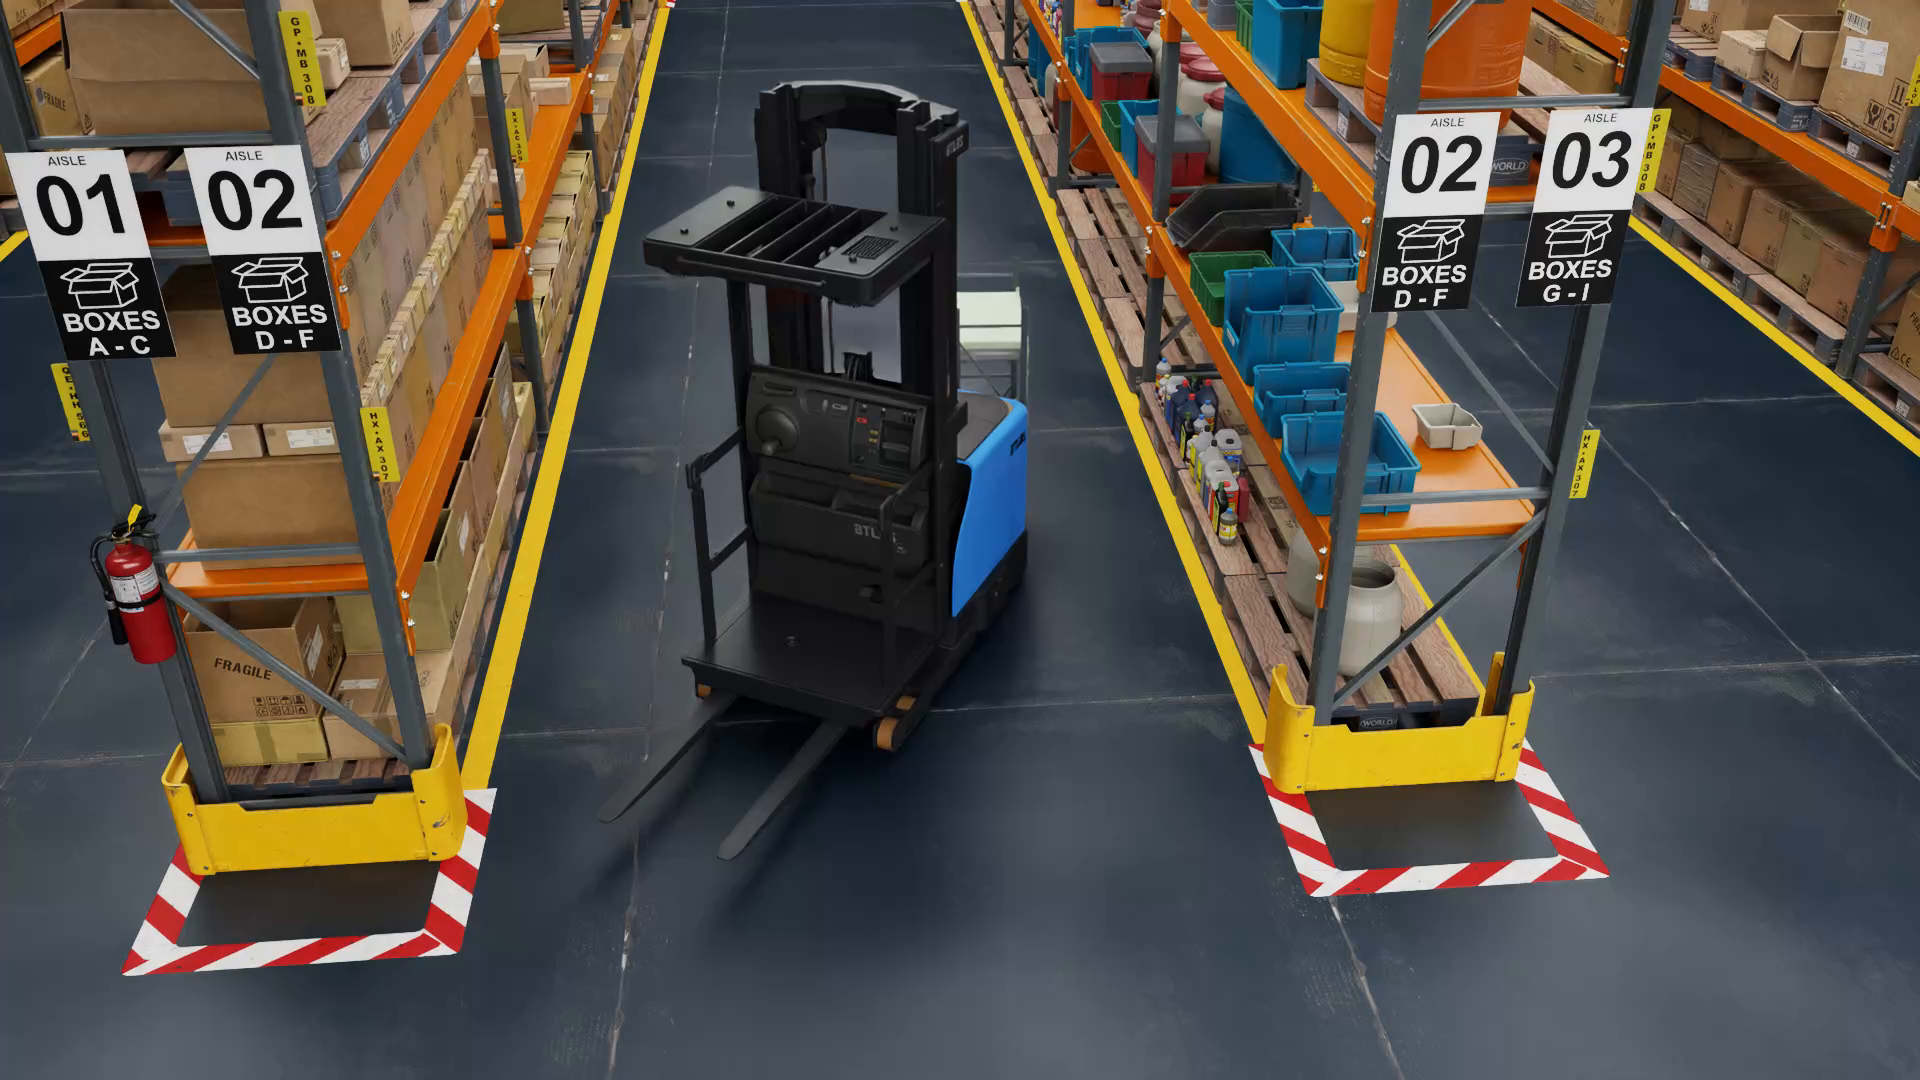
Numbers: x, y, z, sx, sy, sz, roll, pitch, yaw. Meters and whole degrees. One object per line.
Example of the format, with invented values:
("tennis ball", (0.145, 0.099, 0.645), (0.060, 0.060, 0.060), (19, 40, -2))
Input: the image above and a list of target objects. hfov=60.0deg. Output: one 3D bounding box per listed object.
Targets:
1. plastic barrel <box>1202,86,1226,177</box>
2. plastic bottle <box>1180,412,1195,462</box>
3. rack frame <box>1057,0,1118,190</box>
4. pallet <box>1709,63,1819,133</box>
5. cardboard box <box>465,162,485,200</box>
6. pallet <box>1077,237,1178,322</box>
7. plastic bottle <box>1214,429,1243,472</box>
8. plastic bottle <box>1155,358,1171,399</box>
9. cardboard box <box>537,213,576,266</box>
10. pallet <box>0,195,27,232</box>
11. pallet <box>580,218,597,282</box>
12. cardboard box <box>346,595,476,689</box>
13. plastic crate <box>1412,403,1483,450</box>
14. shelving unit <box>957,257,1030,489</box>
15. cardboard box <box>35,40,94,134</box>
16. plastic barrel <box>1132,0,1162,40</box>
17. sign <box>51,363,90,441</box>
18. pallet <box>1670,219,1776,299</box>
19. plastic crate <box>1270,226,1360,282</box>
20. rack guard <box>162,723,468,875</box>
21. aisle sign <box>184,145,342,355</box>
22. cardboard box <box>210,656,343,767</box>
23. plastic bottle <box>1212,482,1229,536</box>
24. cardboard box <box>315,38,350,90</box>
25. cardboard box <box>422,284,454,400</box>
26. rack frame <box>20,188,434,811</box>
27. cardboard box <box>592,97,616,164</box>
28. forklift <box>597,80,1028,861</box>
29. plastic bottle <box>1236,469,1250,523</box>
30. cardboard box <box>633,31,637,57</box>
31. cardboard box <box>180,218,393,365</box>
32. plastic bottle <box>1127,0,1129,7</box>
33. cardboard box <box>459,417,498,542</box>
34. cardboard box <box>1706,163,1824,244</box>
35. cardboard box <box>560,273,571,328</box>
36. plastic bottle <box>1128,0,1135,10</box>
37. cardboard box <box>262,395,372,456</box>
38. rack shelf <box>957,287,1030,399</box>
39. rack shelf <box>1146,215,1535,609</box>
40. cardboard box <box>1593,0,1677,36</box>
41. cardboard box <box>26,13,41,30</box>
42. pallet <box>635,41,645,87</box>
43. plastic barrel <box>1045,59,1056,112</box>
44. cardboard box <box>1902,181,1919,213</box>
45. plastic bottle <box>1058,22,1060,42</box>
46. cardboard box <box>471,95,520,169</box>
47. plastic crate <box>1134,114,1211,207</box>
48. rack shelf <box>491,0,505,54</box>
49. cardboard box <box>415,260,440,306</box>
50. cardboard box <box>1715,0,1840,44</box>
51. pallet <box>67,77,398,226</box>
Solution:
("plastic barrel", (1.858, -2.778, 11.344), (0.433, 0.535, 0.433), (0, 31, 0))
("plastic bottle", (1.383, -0.629, 10.098), (0.061, 0.283, 0.133), (-1, 31, -2))
("rack frame", (1.356, -4.263, 13.962), (1.000, 3.000, 0.127), (-3, 31, -5))
("pallet", (6.513, -3.410, 12.720), (1.003, 0.211, 1.213), (-3, 31, -5))
("cardboard box", (-2.943, -2.052, 9.531), (0.380, 0.149, 0.250), (-3, 31, -6))
("pallet", (1.500, -2.047, 12.972), (1.003, 0.211, 1.213), (-3, 31, -5))
("plastic bottle", (1.594, -0.515, 9.914), (0.152, 0.276, 0.135), (-3, 31, -5))
("plastic bottle", (1.323, -1.055, 10.823), (0.097, 0.271, 0.097), (0, 31, 0))
("cardboard box", (-3.138, -2.234, 12.290), (0.500, 0.311, 0.500), (-2, 31, -3))
("pallet", (-8.507, -2.998, 14.563), (1.003, 0.211, 1.213), (-3, 31, -5))
("pallet", (-3.538, -2.409, 13.577), (1.003, 0.211, 1.213), (-3, 31, -5))
("cardboard box", (-2.708, 0.517, 8.231), (0.500, 0.250, 0.500), (-3, 31, -5))
("plastic crate", (2.340, -0.538, 7.983), (0.298, 0.136, 0.250), (-3, 31, -5))
("shelving unit", (0.152, -0.785, 9.602), (0.431, 1.500, 0.755), (-1, 31, -2))
("cardboard box", (-8.606, -4.309, 15.726), (0.750, 0.750, 0.750), (-2, 31, -3))
("plastic barrel", (1.701, -4.099, 13.555), (0.600, 0.536, 0.708), (-3, 31, -5))
("sign", (-3.370, -0.523, 6.341), (0.100, 0.325, 0.005), (-3, 31, -5))
("pallet", (6.469, -2.283, 13.366), (1.003, 0.211, 1.213), (-3, 31, -5))
("plastic crate", (2.103, -1.605, 9.657), (0.499, 0.251, 0.616), (-3, 31, -5))
("rack guard", (-2.827, 1.142, 7.351), (1.175, 0.500, 0.348), (-3, 31, -5))
("aisle sign", (-2.518, -1.041, 6.032), (0.394, 0.787, 0.004), (-3, 31, -5))
("cardboard box", (-3.173, 0.797, 7.762), (0.500, 0.250, 0.500), (-3, 31, -5))
("plastic bottle", (1.466, -0.177, 9.341), (0.061, 0.283, 0.133), (-2, 31, -3))
("cardboard box", (-2.763, -1.973, 6.902), (0.380, 0.149, 0.250), (-3, 31, -5))
("cardboard box", (-3.007, -1.016, 8.428), (0.700, 0.500, 0.500), (-2, 31, -3))
("rack frame", (-2.829, 0.057, 6.730), (1.000, 3.000, 0.127), (-3, 31, -5))
("cardboard box", (-3.389, -3.657, 14.956), (0.500, 0.500, 0.500), (-4, 31, -6))
("forklift", (-0.677, -0.488, 7.709), (1.130, 2.935, 3.031), (13, 33, 20))
("plastic bottle", (1.605, -0.254, 9.469), (0.061, 0.283, 0.133), (-3, 31, -5))
("cardboard box", (-3.774, -5.329, 17.940), (0.500, 0.311, 0.500), (-3, 31, -5))
("cardboard box", (-2.919, -1.078, 7.266), (0.700, 0.500, 0.500), (-4, 31, -6))
("plastic bottle", (1.576, -4.927, 15.199), (0.097, 0.271, 0.097), (0, 31, 0))
("cardboard box", (-2.795, -0.316, 8.894), (0.500, 0.500, 0.500), (-3, 31, -5))
("cardboard box", (6.494, -2.704, 13.360), (0.700, 0.500, 0.500), (0, 31, 0))
("cardboard box", (-3.091, -1.729, 11.991), (0.500, 0.250, 0.500), (-4, 31, -6))
("plastic bottle", (1.550, -4.738, 14.883), (0.097, 0.271, 0.097), (0, 31, 0))
("cardboard box", (-2.651, -0.476, 6.891), (0.380, 0.149, 0.250), (-3, 31, -5))
("rack shelf", (0.152, -1.120, 9.402), (0.431, 0.370, 0.720), (-1, 31, -2))
("rack shelf", (1.916, -0.891, 9.018), (1.077, 0.370, 4.000), (-3, 31, -5))
("cardboard box", (5.994, -4.784, 14.736), (0.500, 0.500, 0.500), (-2, 31, -3))
("cardboard box", (-8.462, -4.651, 14.837), (0.380, 0.149, 0.250), (-3, 31, -4))
("pallet", (-4.013, -5.224, 18.290), (1.003, 0.211, 1.213), (-3, 31, -5))
("plastic barrel", (1.046, -4.485, 16.350), (0.421, 0.512, 0.421), (0, 31, 0))
("cardboard box", (6.381, -2.226, 10.797), (0.380, 0.149, 0.250), (-3, 31, -5))
("plastic bottle", (0.901, -4.424, 14.425), (0.097, 0.201, 0.097), (0, 31, 0))
("cardboard box", (-3.307, -2.690, 11.232), (0.500, 0.500, 0.500), (-1, 31, -1))
("plastic crate", (1.380, -2.481, 10.916), (0.402, 0.464, 0.583), (-3, 31, -5))
("rack shelf", (-3.389, -3.986, 11.274), (1.077, 0.370, 4.000), (-3, 31, -5))
("cardboard box", (-2.794, -1.260, 8.205), (0.380, 0.149, 0.250), (-2, 31, -4))
("cardboard box", (6.529, -4.170, 13.299), (0.700, 0.500, 0.500), (2, 31, 3))
("pallet", (-2.869, -1.556, 6.590), (1.003, 0.211, 1.213), (-3, 31, -5))
